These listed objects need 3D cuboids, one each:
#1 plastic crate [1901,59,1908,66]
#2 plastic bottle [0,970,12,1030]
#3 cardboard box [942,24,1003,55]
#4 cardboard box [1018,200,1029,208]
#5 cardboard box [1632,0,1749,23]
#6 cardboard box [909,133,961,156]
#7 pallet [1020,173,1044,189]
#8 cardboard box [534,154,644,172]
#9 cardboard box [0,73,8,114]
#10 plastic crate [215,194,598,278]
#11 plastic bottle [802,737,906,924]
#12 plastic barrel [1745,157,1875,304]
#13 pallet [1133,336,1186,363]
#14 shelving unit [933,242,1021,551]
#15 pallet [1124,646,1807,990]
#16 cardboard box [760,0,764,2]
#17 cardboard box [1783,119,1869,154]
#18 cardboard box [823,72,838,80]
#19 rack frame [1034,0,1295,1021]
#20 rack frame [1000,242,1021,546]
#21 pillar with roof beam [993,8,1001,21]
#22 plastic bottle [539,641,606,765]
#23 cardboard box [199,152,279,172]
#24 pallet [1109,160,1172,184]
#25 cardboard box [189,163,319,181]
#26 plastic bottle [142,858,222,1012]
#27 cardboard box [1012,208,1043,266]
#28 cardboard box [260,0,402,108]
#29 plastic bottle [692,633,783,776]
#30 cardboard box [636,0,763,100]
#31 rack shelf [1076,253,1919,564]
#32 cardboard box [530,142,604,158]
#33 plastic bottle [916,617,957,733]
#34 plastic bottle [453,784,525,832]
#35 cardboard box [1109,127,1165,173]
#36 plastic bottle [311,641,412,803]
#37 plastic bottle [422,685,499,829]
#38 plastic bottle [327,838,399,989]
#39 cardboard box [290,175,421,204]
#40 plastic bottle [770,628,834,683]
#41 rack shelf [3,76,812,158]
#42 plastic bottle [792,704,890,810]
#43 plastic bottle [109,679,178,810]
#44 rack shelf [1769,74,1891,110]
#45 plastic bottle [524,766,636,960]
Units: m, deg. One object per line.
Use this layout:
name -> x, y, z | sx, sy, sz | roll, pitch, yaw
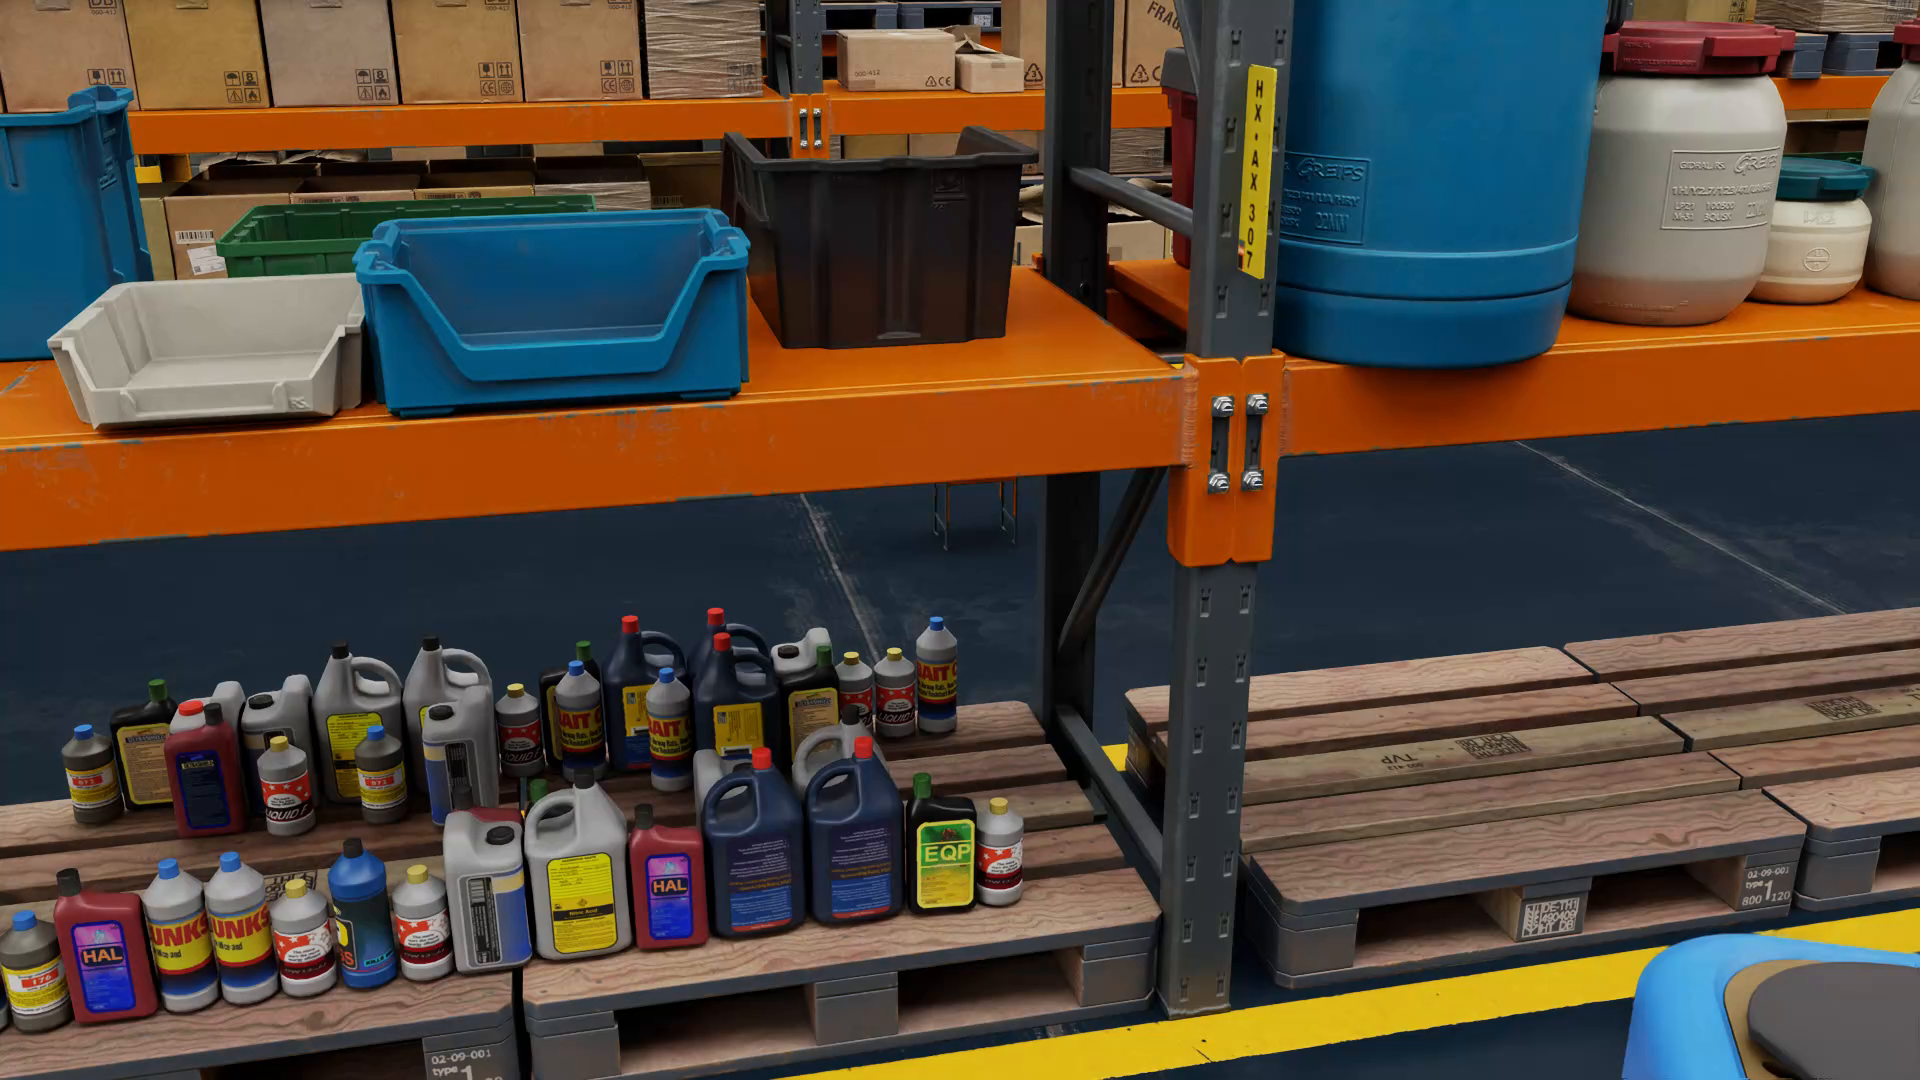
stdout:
plastic crate -> 2.606, -0.962, 3.987 | 0.583, 0.464, 0.402 | -5, 21, -12
plastic bottle -> -1.700, 0.711, 2.839 | 0.097, 0.271, 0.097 | 0, 20, 0
cardboard box -> 0.034, -2.367, 8.111 | 0.258, 0.266, 0.396 | -5, 21, -14
cardboard box -> 0.053, -1.640, 8.502 | 0.500, 0.311, 0.500 | -4, 21, -11
cardboard box -> 3.700, -2.947, 8.744 | 0.500, 0.500, 0.700 | -12, 24, -31
cardboard box -> -0.214, -3.138, 13.015 | 0.500, 0.500, 0.700 | -4, 21, -12
pallet -> 0.024, -2.807, 13.172 | 1.213, 0.211, 1.003 | -5, 21, -12
cardboard box -> -1.788, -1.583, 8.072 | 0.500, 0.500, 0.500 | -5, 21, -12
cardboard box -> -4.215, -2.062, 6.938 | 0.500, 0.500, 0.700 | -5, 21, -12
plastic crate -> -1.029, -0.528, 3.204 | 0.662, 0.188, 0.450 | -5, 21, -12
plastic bottle -> -0.204, 0.544, 3.180 | 0.185, 0.351, 0.144 | -5, 21, -14
plastic barrel -> 1.680, -0.629, 3.372 | 0.301, 0.262, 0.301 | 0, 20, 0
pallet -> 1.118, -1.159, 8.671 | 1.213, 0.211, 1.003 | -5, 21, -12
shelving unit -> 0.052, -0.497, 5.646 | 0.252, 1.050, 0.215 | -5, 21, -12
pallet -> 1.112, 0.593, 3.888 | 1.213, 0.211, 1.003 | -5, 21, -12
cardboard box -> -1.420, -4.239, 12.242 | 0.500, 0.500, 0.700 | -5, 21, -12
cardboard box -> 5.018, -2.241, 9.477 | 0.500, 0.250, 0.500 | -5, 21, -14
cardboard box -> -0.783, -3.442, 12.754 | 0.500, 0.250, 0.500 | -5, 21, -14
rack frame -> 0.357, -0.641, 3.203 | 0.127, 3.000, 1.000 | -5, 21, -12
rack frame -> 0.171, -0.507, 5.672 | 0.008, 1.050, 0.200 | -5, 21, -12
pillar with roof beam -> 1.496, -5.836, 8.664 | 0.400, 9.000, 9.100 | -5, 21, -12
plastic bottle -> -0.878, 0.367, 3.761 | 0.133, 0.283, 0.061 | -4, 20, -10
cardboard box -> -5.122, -2.609, 11.846 | 0.500, 0.311, 0.500 | -7, 21, -19
pallet -> 1.209, -2.903, 13.432 | 1.213, 0.211, 1.003 | -5, 21, -12
cardboard box -> -3.249, -1.467, 7.755 | 0.500, 0.500, 0.500 | -5, 21, -12
plastic bottle -> -1.366, 0.684, 2.913 | 0.097, 0.271, 0.097 | 0, 20, 0
cardboard box -> 0.168, -1.456, 7.999 | 0.500, 0.311, 0.500 | -5, 21, -13
cardboard box -> -2.709, -2.186, 7.275 | 0.500, 0.500, 0.700 | -4, 21, -11
plastic bottle -> -0.491, 0.370, 3.656 | 0.185, 0.351, 0.144 | -5, 21, -12
cardboard box -> -1.210, -2.309, 7.611 | 0.500, 0.500, 0.700 | -5, 21, -14
rack shelf -> 2.303, -0.461, 3.759 | 4.000, 0.370, 1.077 | -5, 21, -12
cardboard box -> -2.924, -2.894, 12.349 | 0.500, 0.500, 0.500 | -6, 21, -17
plastic bottle -> -0.054, 0.312, 3.928 | 0.097, 0.271, 0.097 | 0, 20, 0
plastic bottle -> -0.889, 0.592, 3.146 | 0.133, 0.283, 0.061 | -5, 21, -12
cardboard box -> 1.281, -3.232, 13.271 | 0.500, 0.500, 0.700 | -4, 21, -12
plastic bottle -> -1.303, 0.385, 3.615 | 0.185, 0.351, 0.144 | -4, 20, -10
plastic bottle -> -1.063, 0.453, 3.538 | 0.135, 0.276, 0.152 | -5, 21, -12
plastic bottle -> -1.072, 0.660, 2.979 | 0.097, 0.271, 0.097 | 0, 20, 0
cardboard box -> -2.639, -1.327, 7.372 | 0.500, 0.500, 0.500 | -5, 21, -12
plastic bottle -> -0.363, 0.345, 3.832 | 0.135, 0.276, 0.152 | -4, 20, -11
rack shelf -> -2.726, -1.803, 7.422 | 4.000, 0.370, 1.077 | -5, 21, -12
plastic bottle -> -0.237, 0.496, 3.312 | 0.185, 0.351, 0.144 | -5, 21, -12
plastic bottle -> -1.740, 0.437, 3.569 | 0.133, 0.283, 0.061 | -4, 21, -11
rack shelf -> 5.059, -2.436, 9.150 | 4.000, 0.370, 1.077 | -5, 21, -12
plastic bottle -> -0.705, 0.585, 3.069 | 0.185, 0.351, 0.144 | -5, 21, -13
